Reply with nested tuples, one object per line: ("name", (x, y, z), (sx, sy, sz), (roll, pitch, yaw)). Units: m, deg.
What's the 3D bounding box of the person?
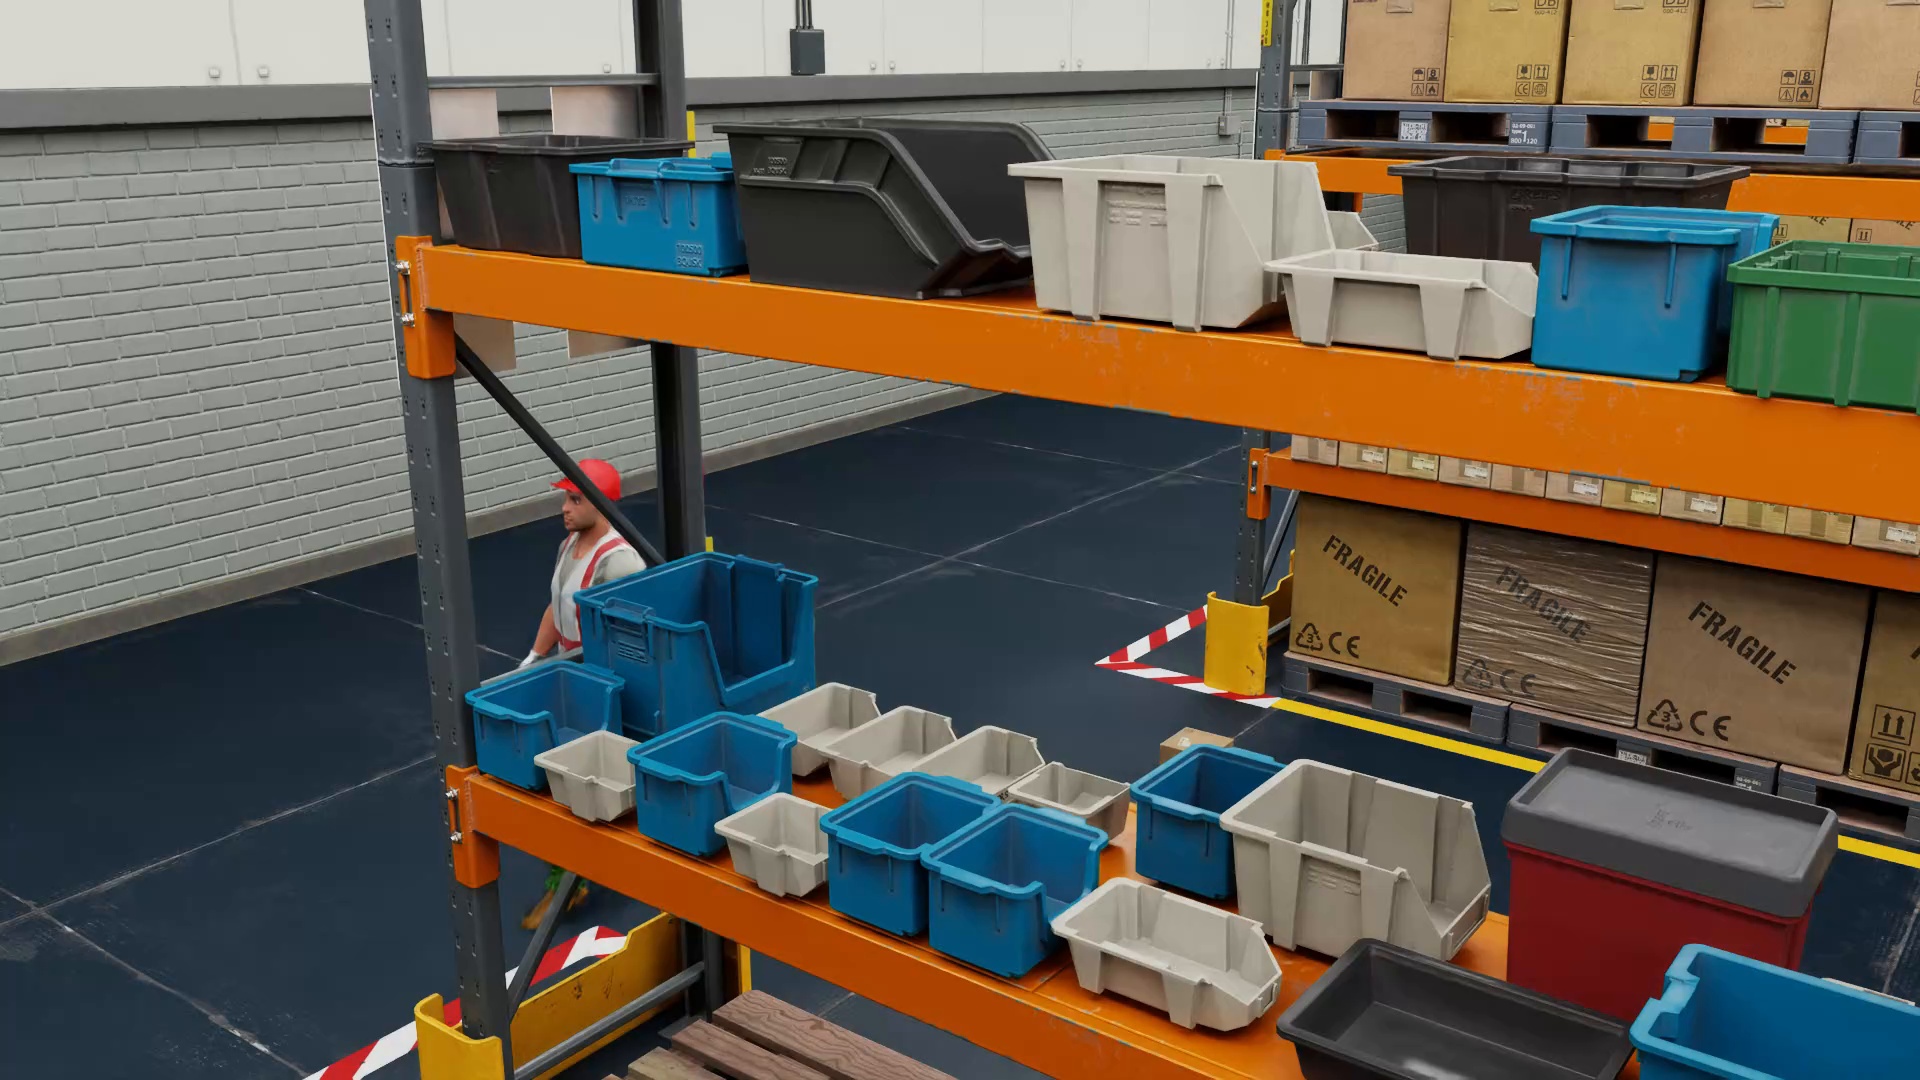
("person", (-1.479, 0.584, 6.533), (0.717, 1.827, 0.542), (-10, 19, -30))
